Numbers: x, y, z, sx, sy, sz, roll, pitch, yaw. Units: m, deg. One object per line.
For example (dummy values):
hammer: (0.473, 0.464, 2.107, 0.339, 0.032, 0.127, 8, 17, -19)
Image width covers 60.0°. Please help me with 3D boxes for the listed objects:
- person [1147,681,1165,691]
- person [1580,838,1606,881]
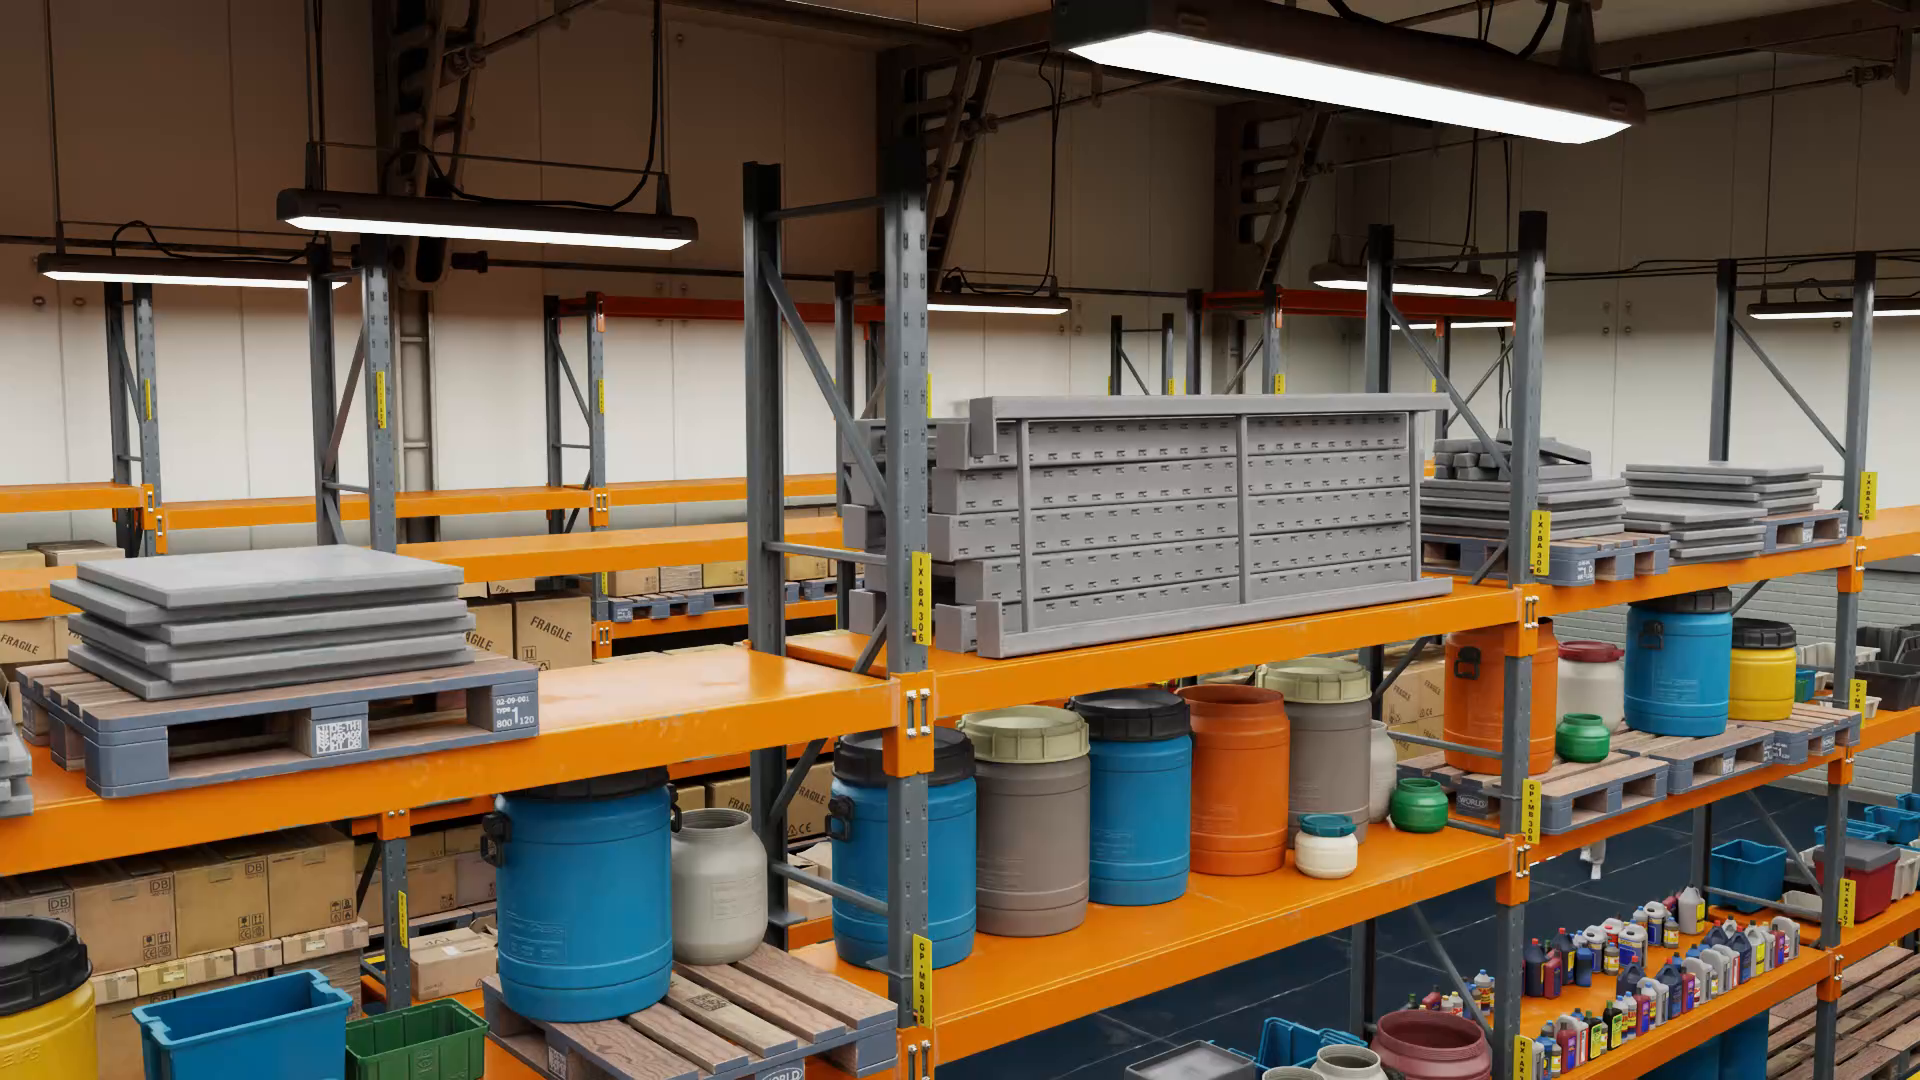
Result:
person: (2.278, 2.431, 19.297, 0.681, 1.824, 0.846, 4, 7, 37)
person: (6.650, 2.654, 17.442, 0.551, 1.723, 0.837, 2, 6, 21)
